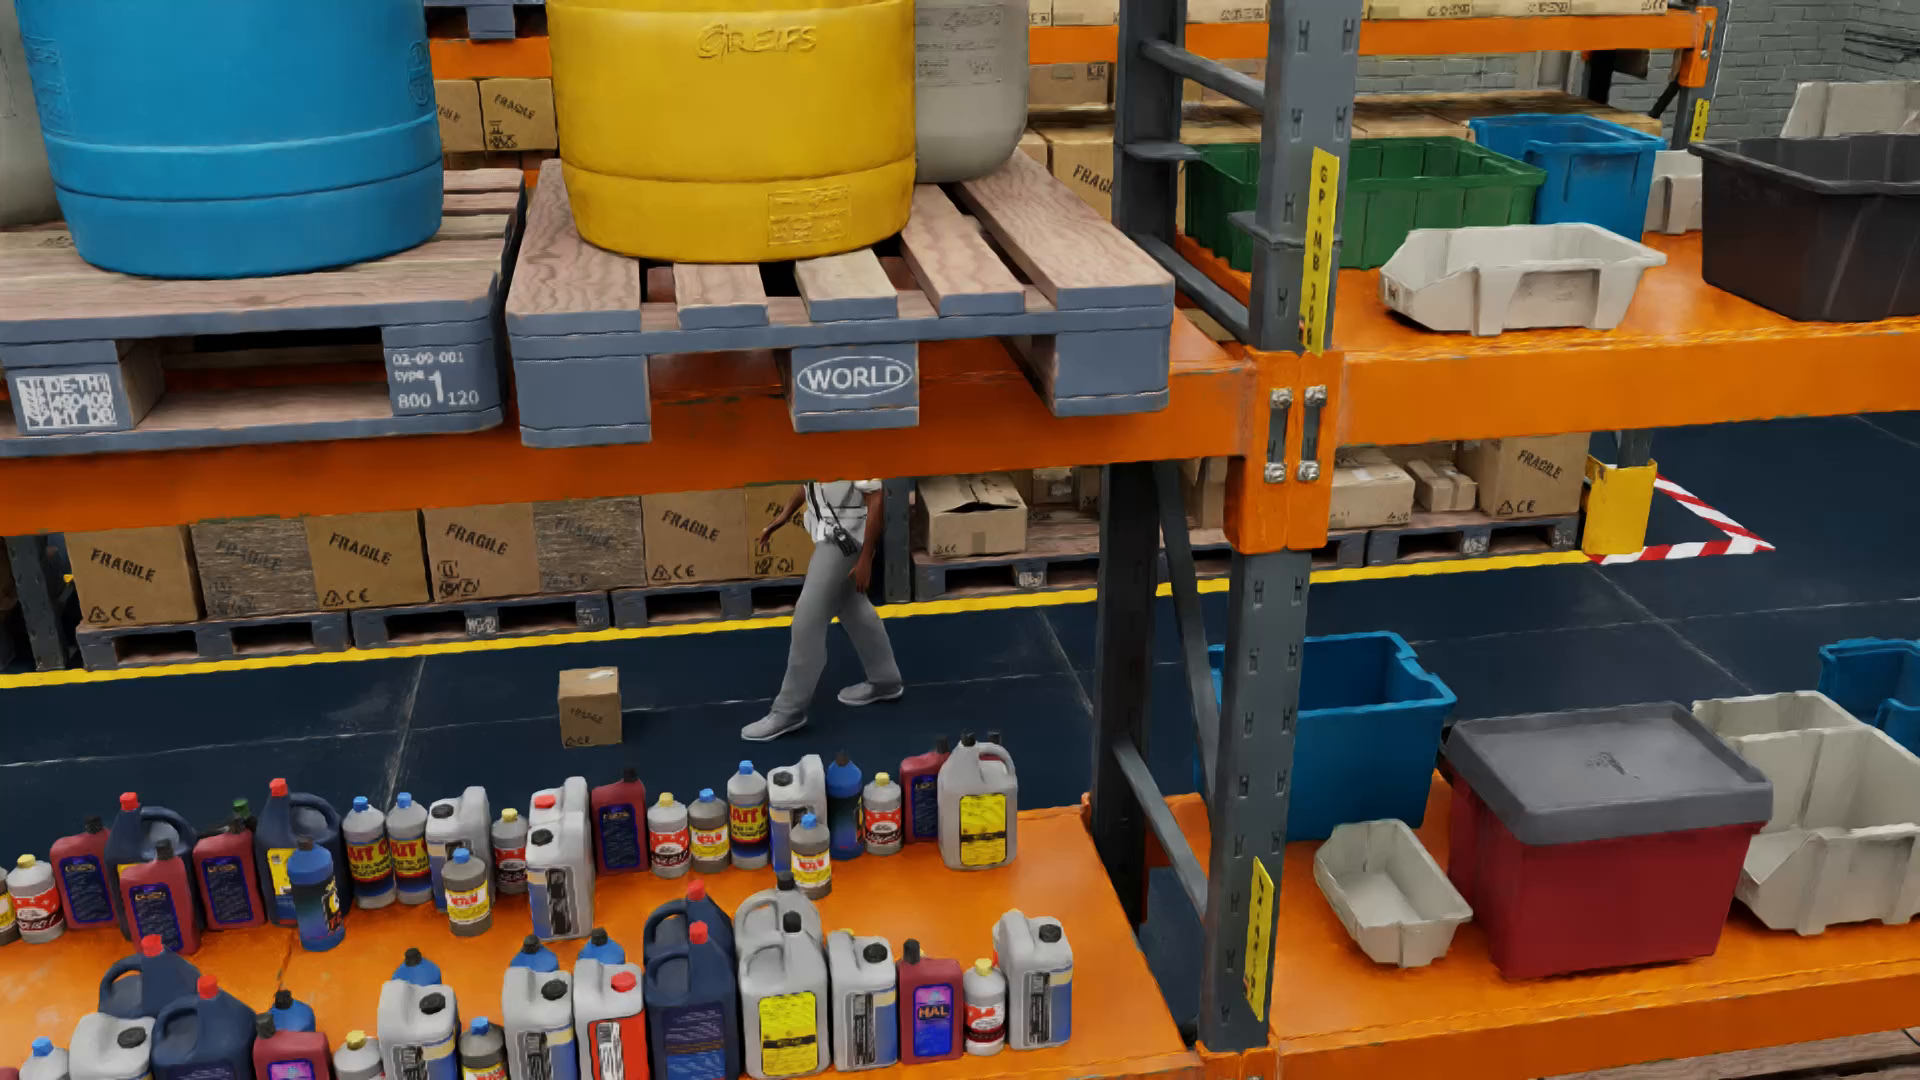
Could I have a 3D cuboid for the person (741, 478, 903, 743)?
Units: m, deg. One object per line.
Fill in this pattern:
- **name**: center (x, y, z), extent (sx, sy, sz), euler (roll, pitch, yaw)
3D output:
- **person**: center (-0.613, 0.007, 7.068), extent (0.768, 1.669, 0.522), euler (-7, 24, -15)
